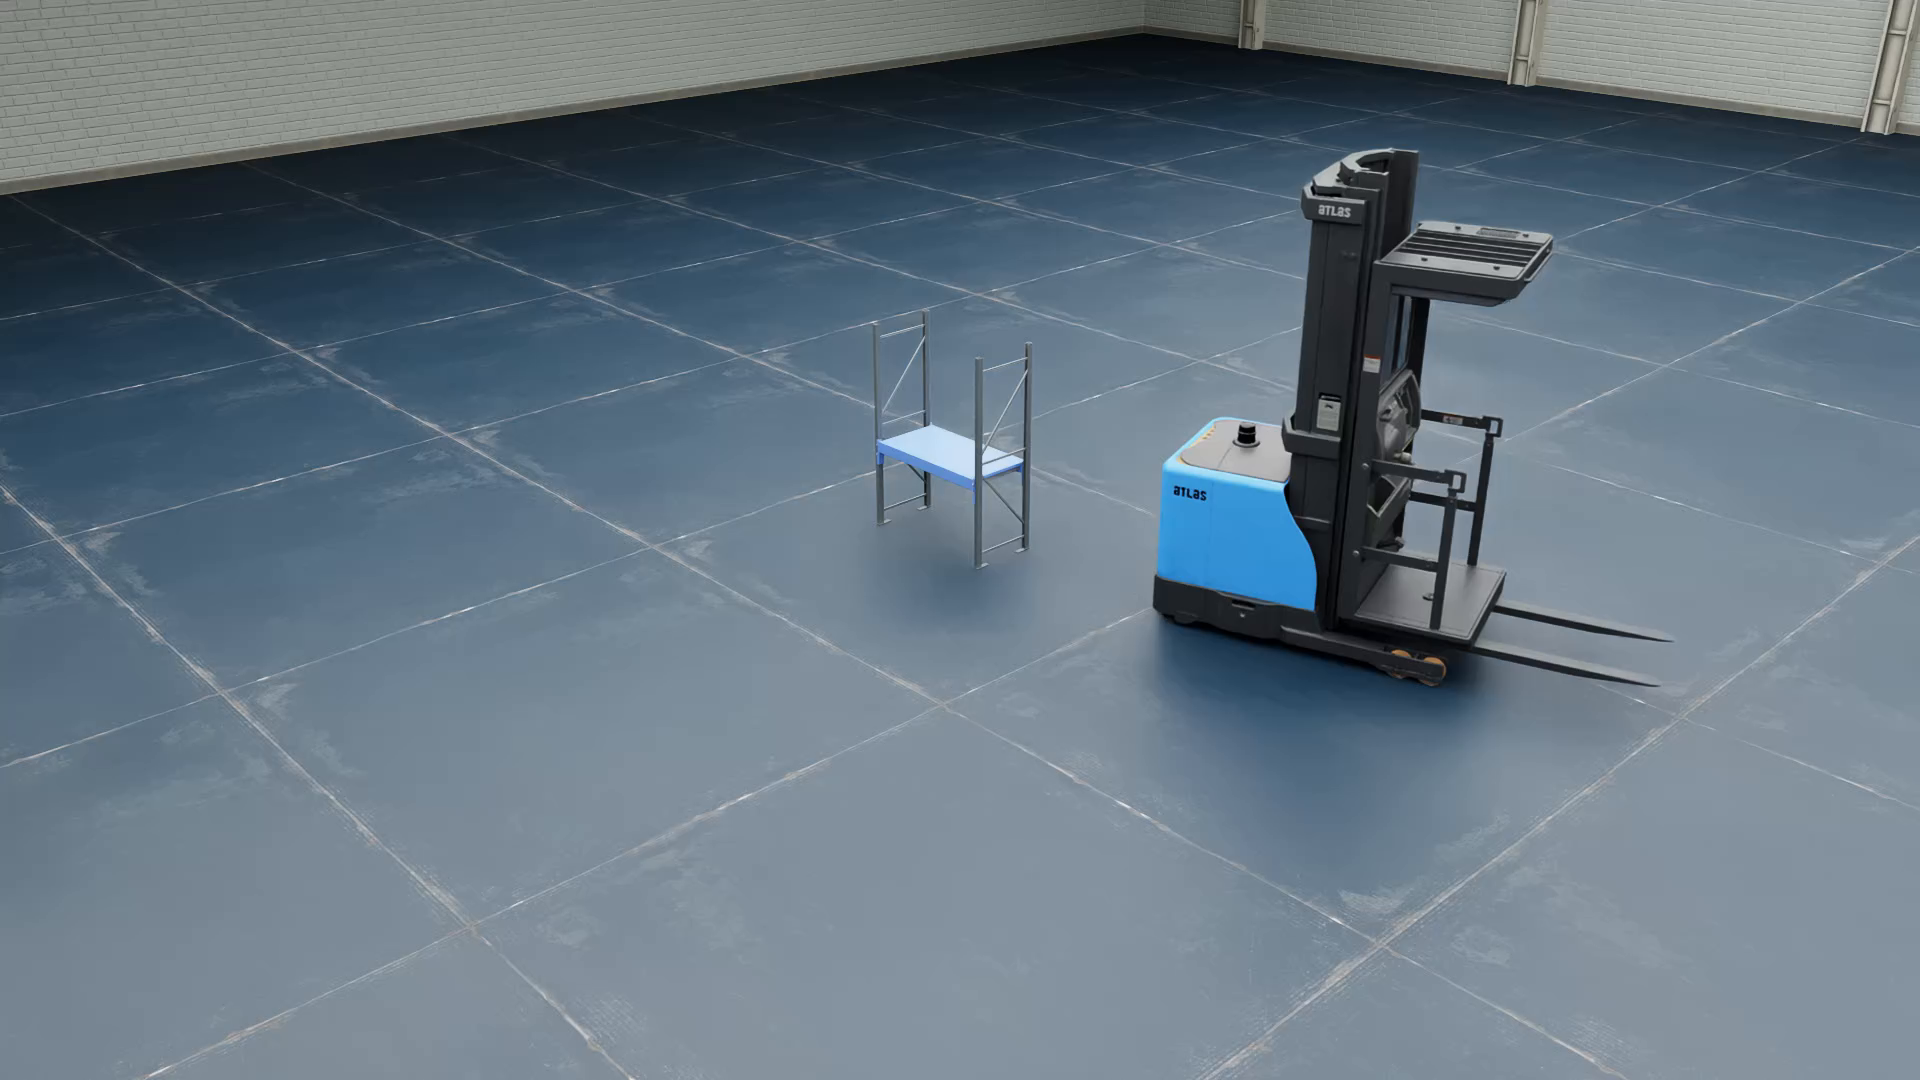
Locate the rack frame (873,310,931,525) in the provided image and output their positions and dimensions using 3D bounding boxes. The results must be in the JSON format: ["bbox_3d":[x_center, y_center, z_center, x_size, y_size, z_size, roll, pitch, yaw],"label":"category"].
[{"bbox_3d":[-0.406,-0.862,11.833,0.500,1.500,0.032,-21,32,-38],"label":"rack frame"}]

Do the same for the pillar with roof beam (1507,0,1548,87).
[{"bbox_3d":[6.794,-10.935,24.877,9.100,9.000,0.400,-21,32,-38],"label":"pillar with roof beam"}]

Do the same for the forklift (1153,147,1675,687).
[{"bbox_3d":[2.780,-0.721,9.800,3.031,2.935,1.130,12,27,25],"label":"forklift"}]

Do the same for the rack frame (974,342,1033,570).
[{"bbox_3d":[0.289,-0.554,11.158,0.500,1.500,0.032,-21,32,-38],"label":"rack frame"}]

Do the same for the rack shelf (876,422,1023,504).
[{"bbox_3d":[-0.058,-0.545,11.570,0.538,0.185,1.000,-21,32,-38],"label":"rack shelf"}]

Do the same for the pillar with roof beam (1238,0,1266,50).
[{"bbox_3d":[2.693,-12.753,28.862,9.100,9.000,0.400,-21,32,-38],"label":"pillar with roof beam"}]

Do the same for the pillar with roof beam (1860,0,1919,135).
[{"bbox_3d":[10.895,-9.117,20.893,9.100,9.000,0.400,-21,32,-38],"label":"pillar with roof beam"}]

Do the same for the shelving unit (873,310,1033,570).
[{"bbox_3d":[-0.058,-0.708,11.495,0.538,1.500,1.048,-21,32,-38],"label":"shelving unit"}]
